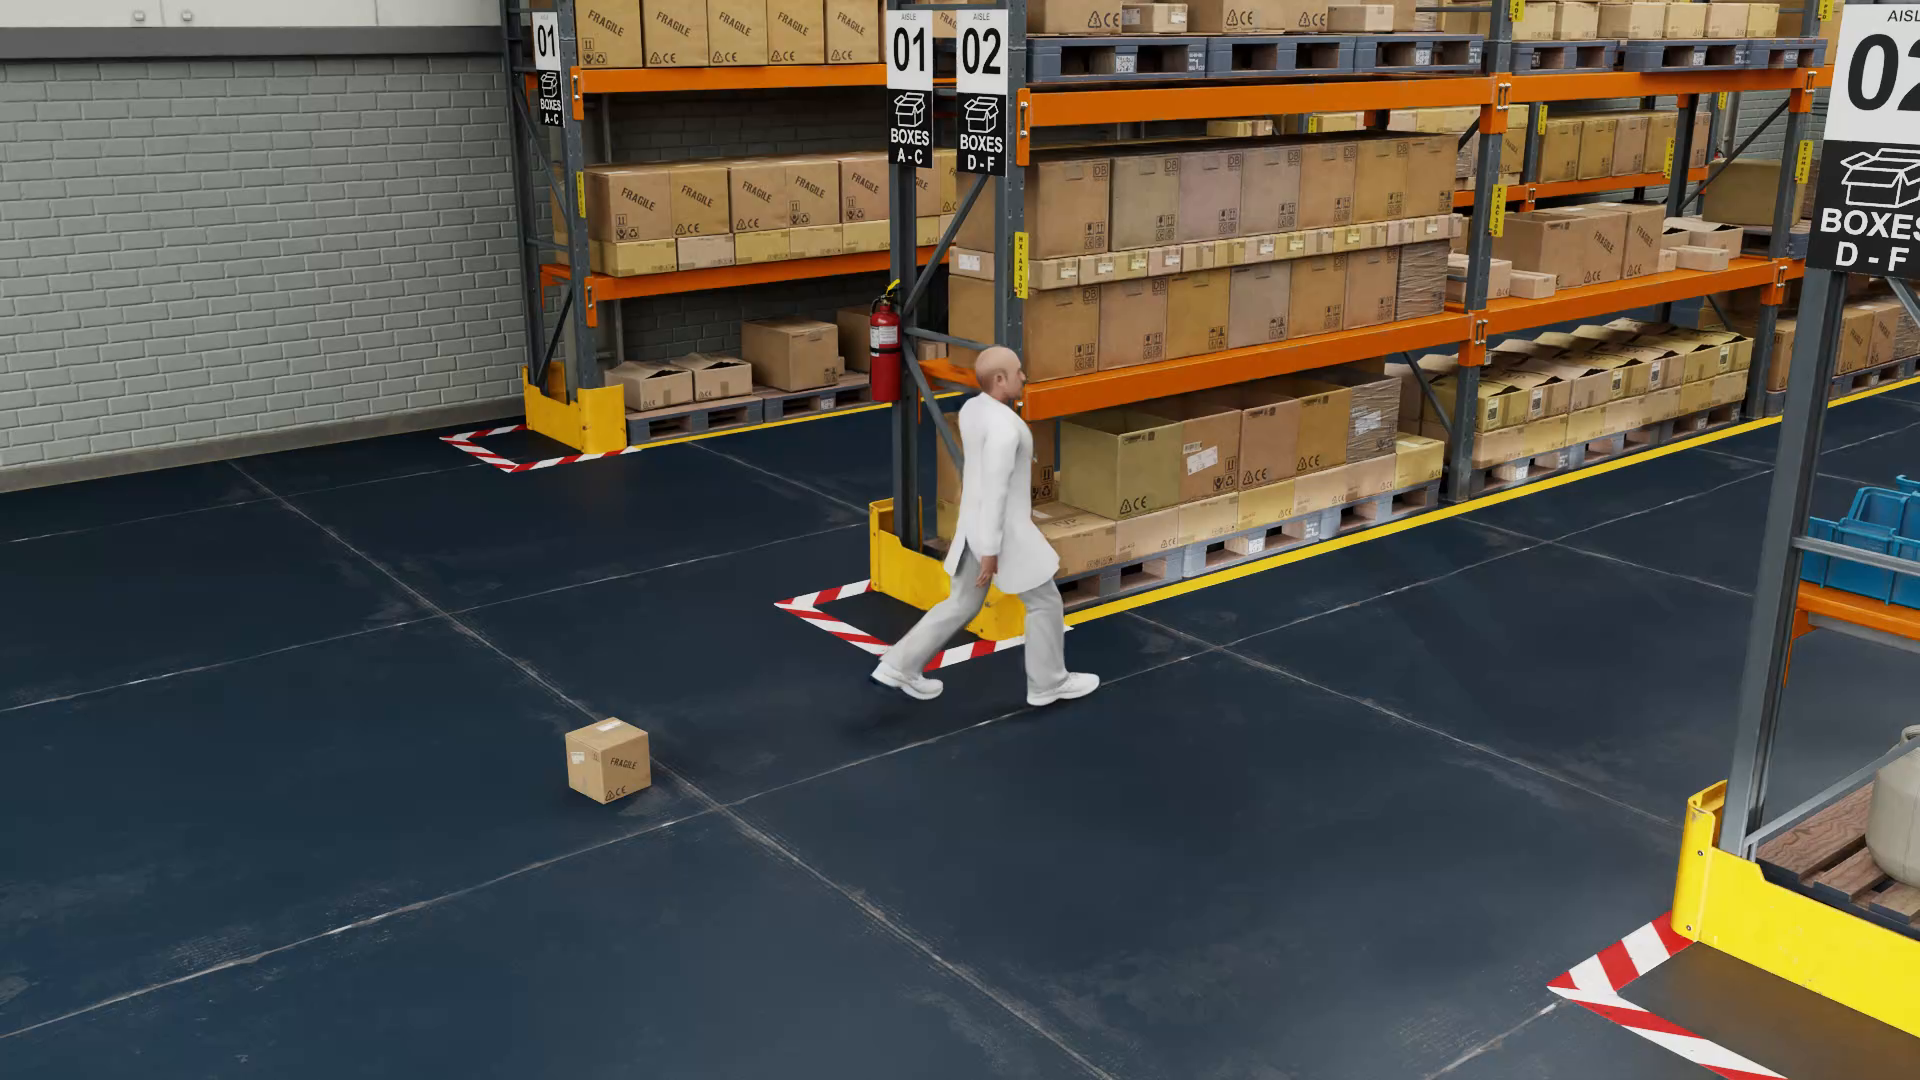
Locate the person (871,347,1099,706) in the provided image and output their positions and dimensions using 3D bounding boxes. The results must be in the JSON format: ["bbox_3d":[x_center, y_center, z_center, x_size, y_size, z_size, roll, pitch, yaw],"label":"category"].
[{"bbox_3d":[0.130,-0.037,7.692,1.110,1.733,0.583,-7,19,-22],"label":"person"}]
